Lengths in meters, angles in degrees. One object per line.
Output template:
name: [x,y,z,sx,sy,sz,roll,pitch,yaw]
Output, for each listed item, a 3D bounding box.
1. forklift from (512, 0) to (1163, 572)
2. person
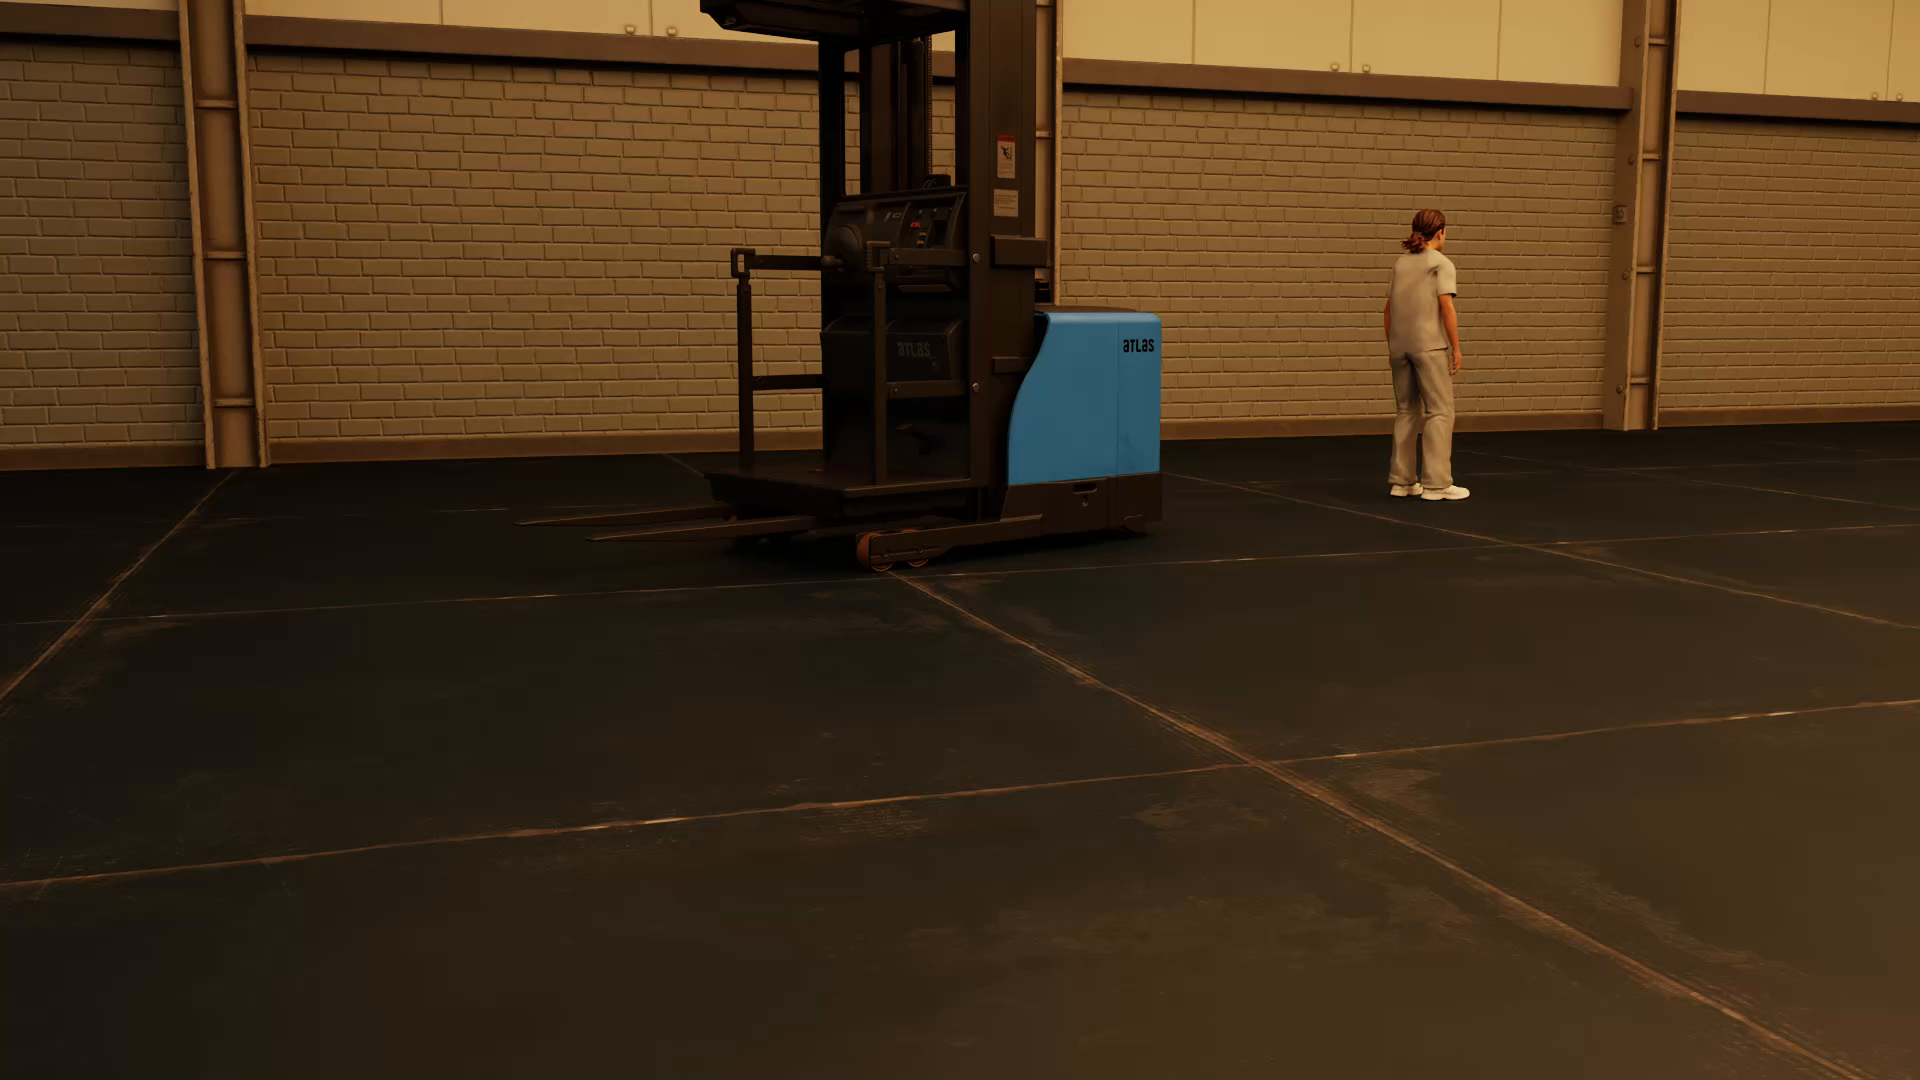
forklift: [-0.461,-1.399,7.333,3.031,2.935,1.130,-7,10,-40]
person: [2.696,-1.081,9.669,0.360,1.672,0.515,-6,10,-36]
